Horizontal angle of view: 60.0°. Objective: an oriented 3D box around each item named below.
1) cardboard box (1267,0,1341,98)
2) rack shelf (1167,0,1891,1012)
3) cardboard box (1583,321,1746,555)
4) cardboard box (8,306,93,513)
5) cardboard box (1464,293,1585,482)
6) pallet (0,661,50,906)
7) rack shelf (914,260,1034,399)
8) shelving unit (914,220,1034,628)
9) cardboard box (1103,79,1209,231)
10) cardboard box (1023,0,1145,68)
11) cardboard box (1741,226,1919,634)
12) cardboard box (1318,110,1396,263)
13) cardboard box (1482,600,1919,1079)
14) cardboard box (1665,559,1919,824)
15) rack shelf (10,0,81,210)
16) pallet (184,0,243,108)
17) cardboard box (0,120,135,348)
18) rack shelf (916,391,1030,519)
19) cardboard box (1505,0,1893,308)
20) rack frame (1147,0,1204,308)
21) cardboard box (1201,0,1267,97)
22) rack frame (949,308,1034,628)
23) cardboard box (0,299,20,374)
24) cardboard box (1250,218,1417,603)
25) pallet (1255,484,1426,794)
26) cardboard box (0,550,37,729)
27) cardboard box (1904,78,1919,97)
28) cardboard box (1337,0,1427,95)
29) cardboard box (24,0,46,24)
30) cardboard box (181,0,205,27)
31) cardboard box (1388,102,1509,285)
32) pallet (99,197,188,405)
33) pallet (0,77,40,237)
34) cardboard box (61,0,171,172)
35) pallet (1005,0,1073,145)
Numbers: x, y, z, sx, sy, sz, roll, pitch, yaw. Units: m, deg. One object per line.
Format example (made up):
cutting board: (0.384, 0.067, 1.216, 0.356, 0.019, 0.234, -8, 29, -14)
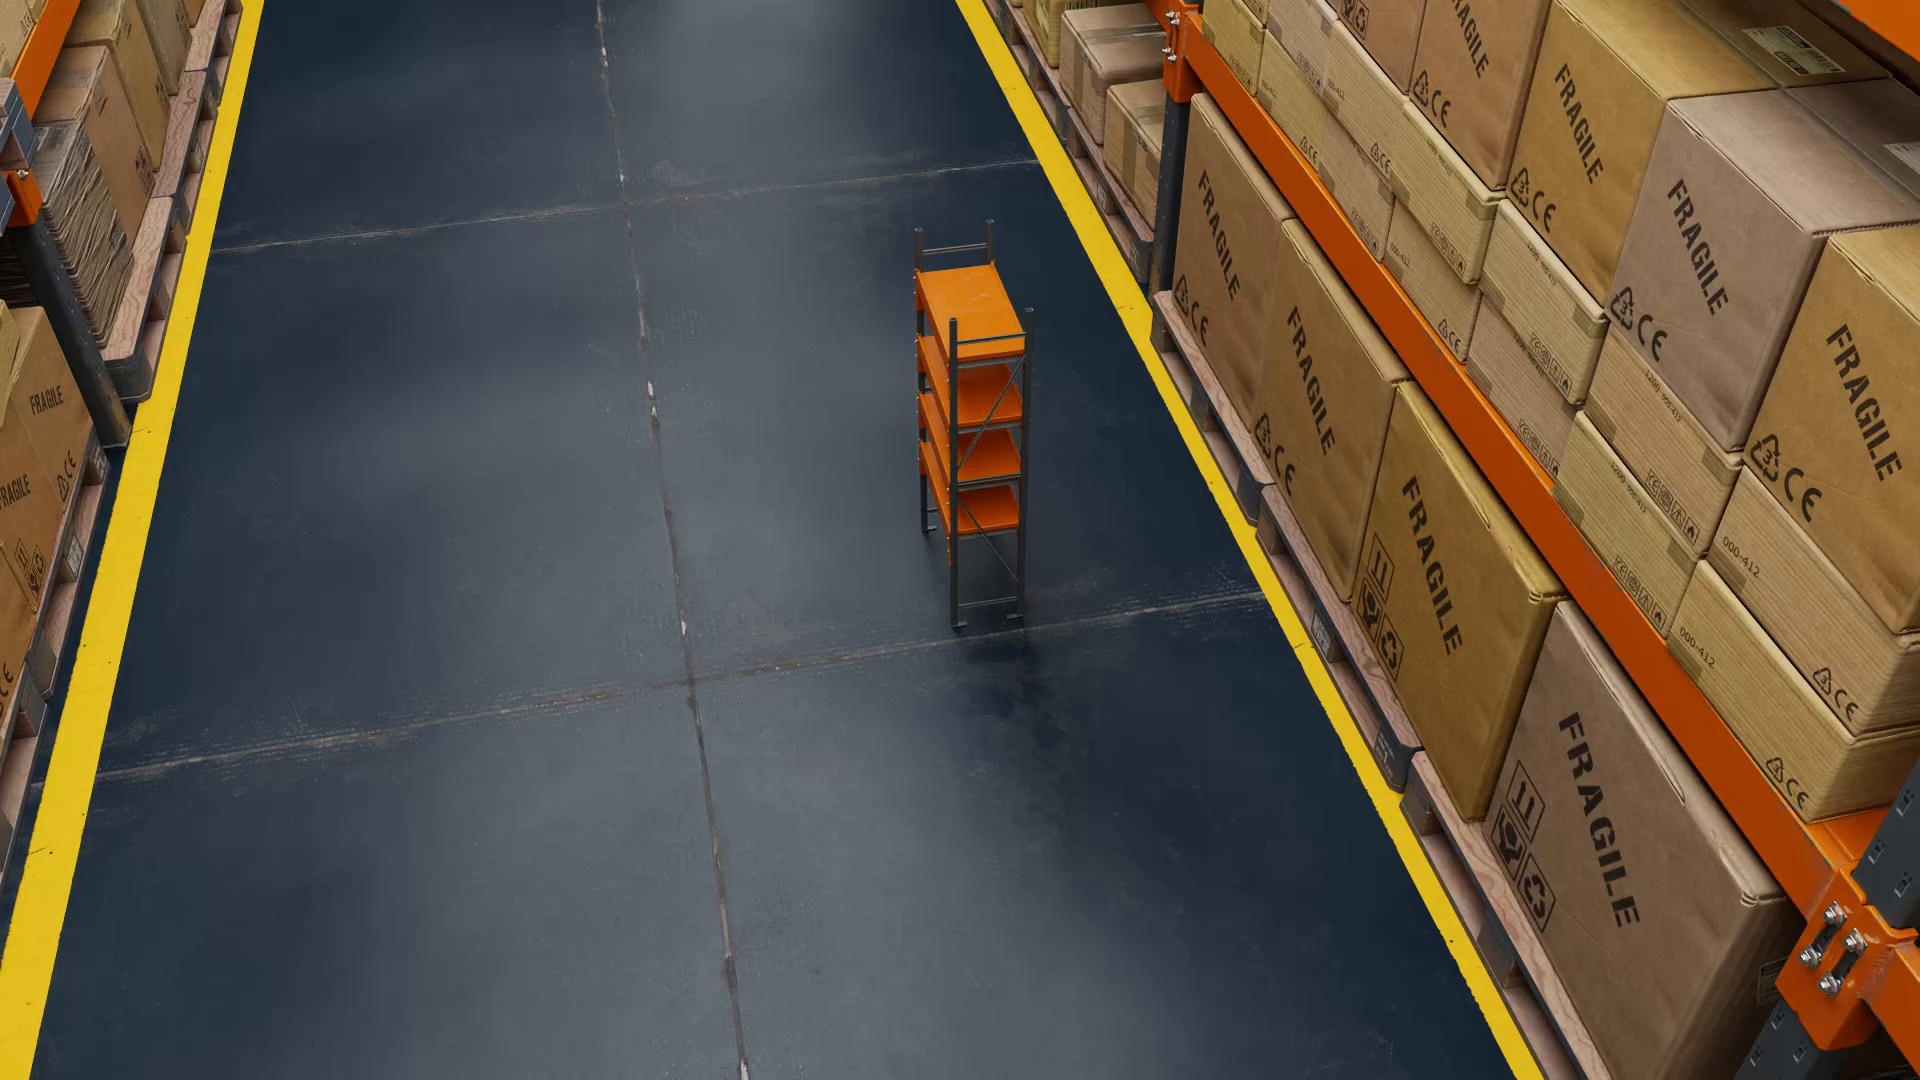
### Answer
cardboard box: (1.254, -1.573, 4.999, 0.500, 0.250, 0.500, -7, 42, -8)
rack shelf: (1.707, -0.576, 4.681, 1.077, 0.370, 4.000, -8, 42, -9)
cardboard box: (1.691, -0.253, 3.512, 0.500, 0.250, 0.500, -7, 42, -8)
cardboard box: (-3.269, -0.406, 5.515, 0.500, 0.500, 0.500, -7, 42, -8)
cardboard box: (1.597, -0.407, 4.062, 0.500, 0.250, 0.500, -9, 42, -10)
pallet: (-3.186, 0.894, 4.584, 1.003, 0.211, 1.213, -8, 42, -9)
rack shelf: (0.036, -0.635, 4.970, 0.258, 0.148, 0.480, -8, 42, -9)
shelving unit: (0.036, -0.341, 5.231, 0.258, 1.200, 0.503, -8, 42, -9)
cardboard box: (1.163, -1.683, 7.050, 0.950, 0.372, 0.625, -11, 43, -12)
cardboard box: (0.838, -2.653, 8.142, 0.950, 0.372, 0.625, -7, 42, -8)
cardboard box: (1.797, -0.213, 2.902, 0.500, 0.500, 0.500, -7, 42, -8)
cardboard box: (1.371, -1.060, 4.798, 0.500, 0.250, 0.500, -7, 42, -8)
cardboard box: (1.927, 0.699, 3.987, 0.875, 0.875, 0.875, -7, 42, -8)
cardboard box: (1.796, 0.253, 3.318, 0.500, 0.250, 0.500, -9, 42, -10)
rack shelf: (-4.002, -2.455, 6.798, 1.077, 0.370, 4.000, -8, 42, -9)
pallet: (-4.237, -2.505, 8.413, 1.003, 0.211, 1.213, -8, 42, -9)
cardboard box: (-3.692, -1.103, 6.205, 0.875, 0.625, 0.625, -7, 42, -8)
rack shelf: (0.036, -0.291, 5.275, 0.258, 0.148, 0.480, -8, 42, -9)
cardboard box: (1.588, -0.879, 3.652, 0.500, 0.500, 0.500, -7, 42, -8)
rack frame: (1.275, -2.141, 5.902, 1.000, 3.000, 0.127, -8, 42, -9)
cardboard box: (1.135, -1.732, 5.554, 0.500, 0.250, 0.500, -9, 42, -10)
rack frame: (0.088, -0.183, 5.053, 0.240, 1.200, 0.015, -8, 42, -9)
cardboard box: (-3.216, -0.608, 5.254, 0.380, 0.149, 0.250, -10, 43, -11)
cardboard box: (1.532, -0.465, 5.299, 0.875, 0.875, 0.875, -8, 42, -9)
pallet: (1.632, 0.213, 5.351, 1.003, 0.211, 1.213, -8, 42, -9)
cardboard box: (-3.056, 0.258, 4.766, 0.500, 0.500, 0.500, -7, 42, -7)
cardboard box: (2.188, -0.612, 3.351, 0.500, 0.500, 0.500, -9, 42, -10)
cardboard box: (1.356, -1.540, 4.397, 0.500, 0.500, 0.500, -7, 42, -8)
cardboard box: (-3.531, -2.021, 5.880, 0.500, 0.250, 0.500, -9, 42, -10)
cardboard box: (-4.310, -2.953, 8.289, 0.875, 0.625, 0.625, -7, 42, -7)
cardboard box: (1.446, -0.917, 4.260, 0.500, 0.250, 0.500, -8, 42, -9)
pallet: (-3.710, -0.924, 6.632, 1.003, 0.211, 1.213, -8, 42, -9)
pallet: (-3.356, -0.926, 4.678, 1.213, 0.211, 1.003, -8, 42, -9)
cardboard box: (-3.986, -1.961, 7.172, 0.875, 0.625, 0.625, -10, 43, -11)
pallet: (0.848, -2.394, 8.288, 1.003, 0.211, 1.213, -8, 42, -9)
